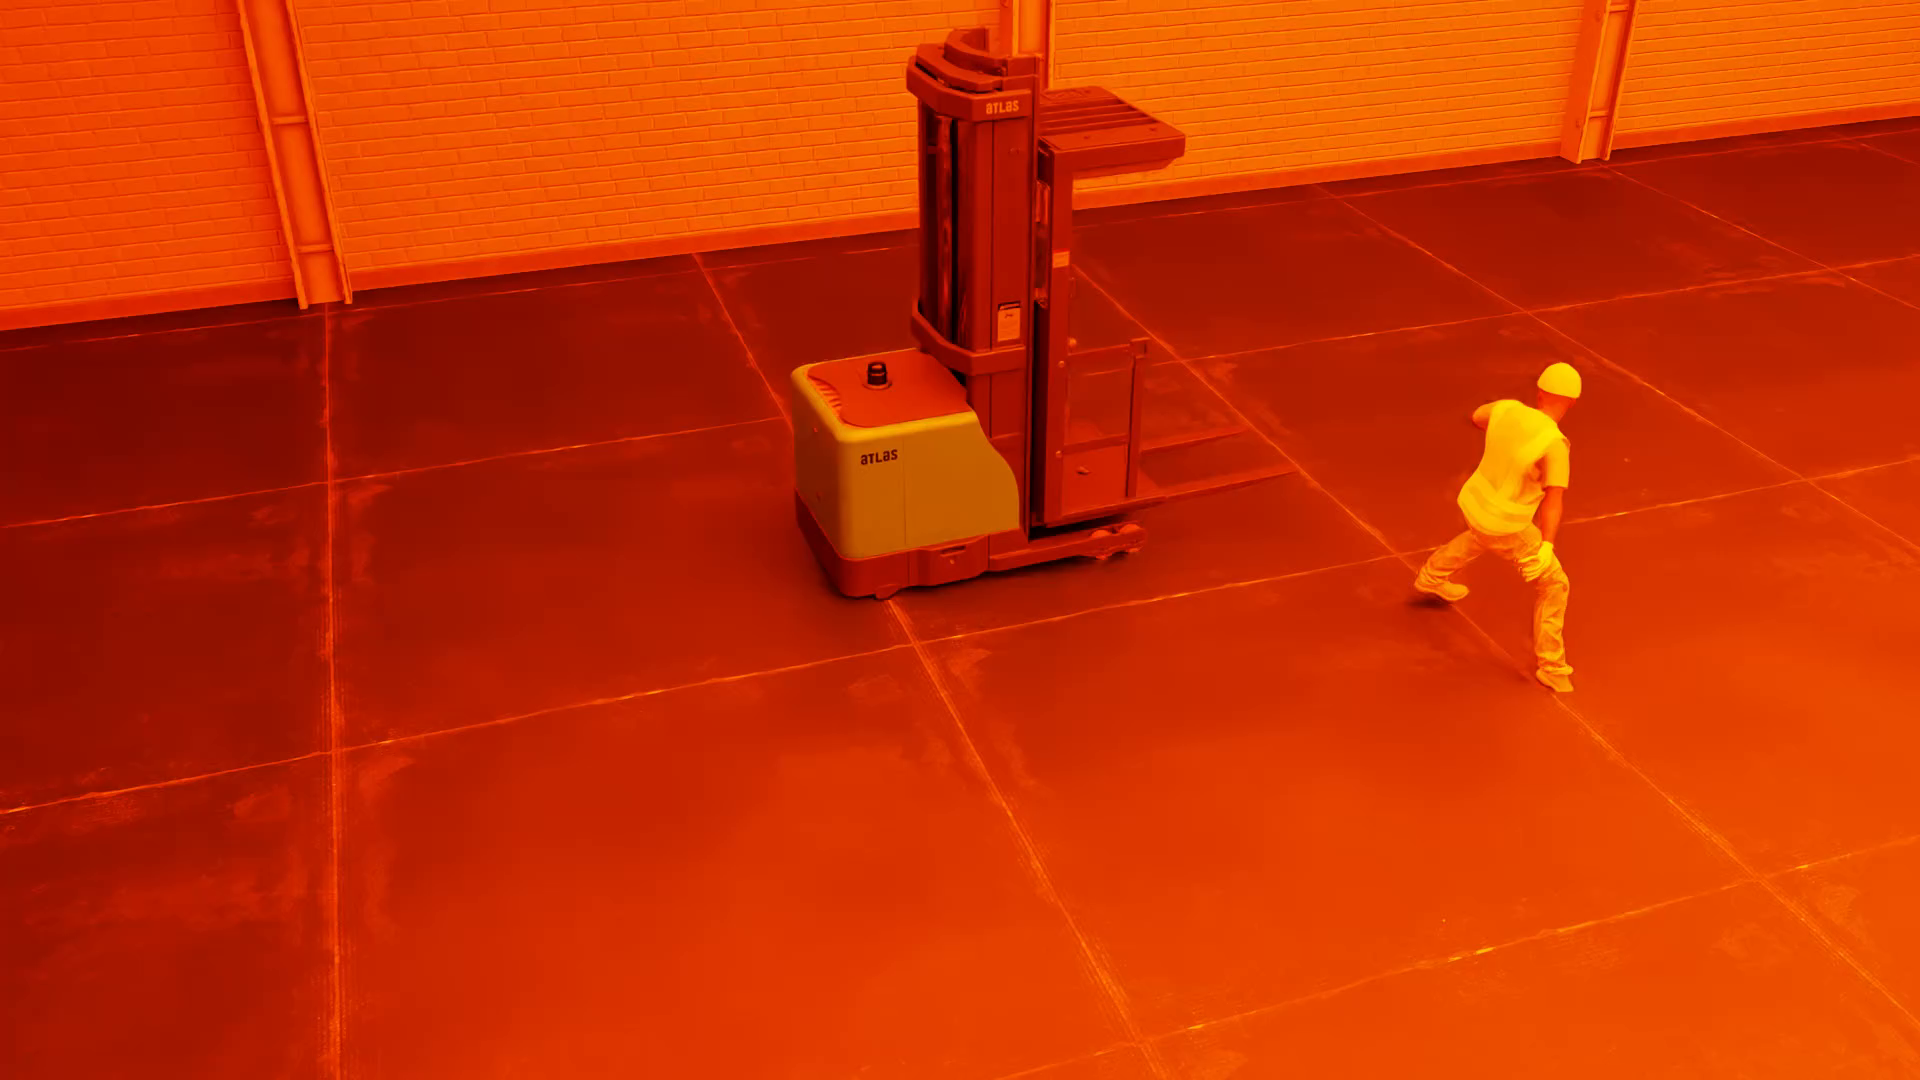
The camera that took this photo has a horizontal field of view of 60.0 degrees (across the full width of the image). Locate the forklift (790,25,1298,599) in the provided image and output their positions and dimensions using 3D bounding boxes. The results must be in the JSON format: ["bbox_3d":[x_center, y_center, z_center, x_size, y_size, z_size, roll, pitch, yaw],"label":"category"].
[{"bbox_3d":[0.572,-1.393,9.507,3.031,2.935,1.130,-11,32,-19],"label":"forklift"}]

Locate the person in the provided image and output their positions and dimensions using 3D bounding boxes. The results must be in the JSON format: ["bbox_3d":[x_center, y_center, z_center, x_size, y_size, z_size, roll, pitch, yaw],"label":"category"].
[{"bbox_3d":[2.907,-0.088,8.667,0.570,1.723,1.159,-6,30,-10],"label":"person"}]
